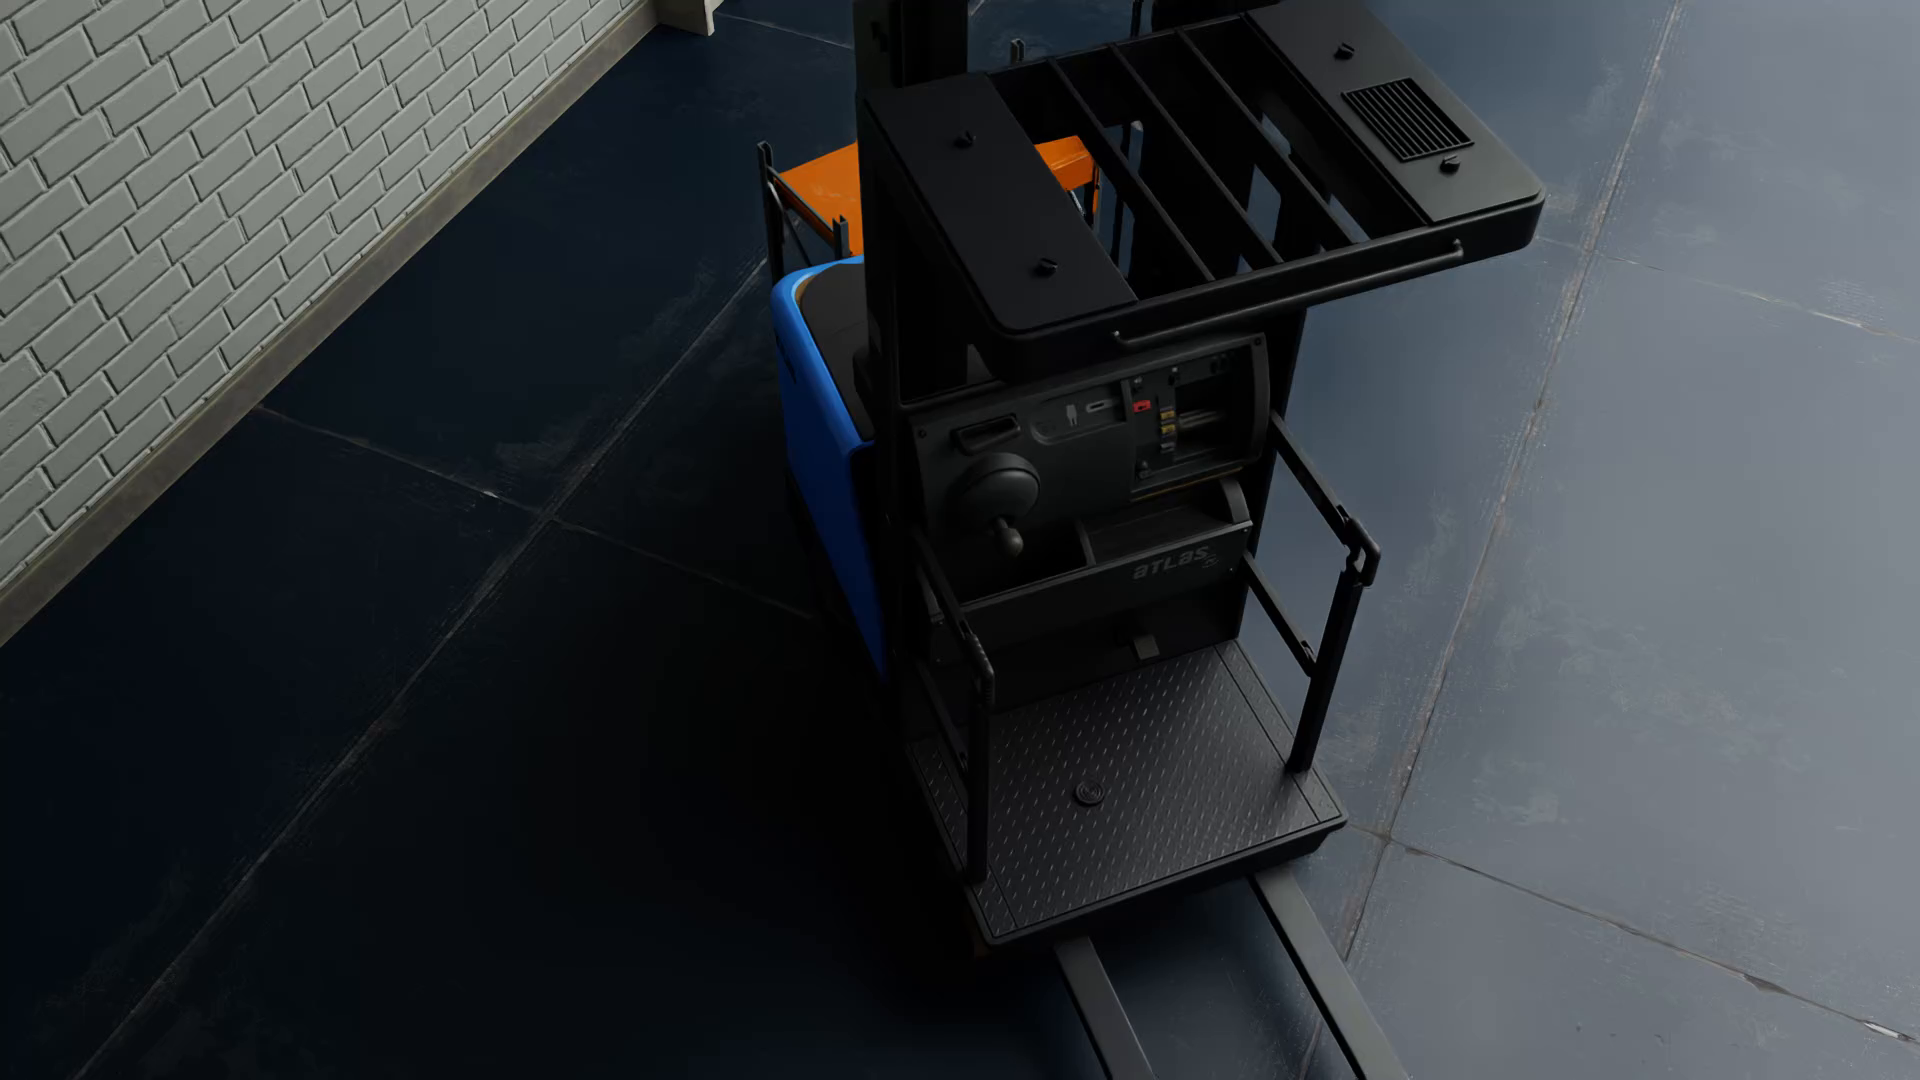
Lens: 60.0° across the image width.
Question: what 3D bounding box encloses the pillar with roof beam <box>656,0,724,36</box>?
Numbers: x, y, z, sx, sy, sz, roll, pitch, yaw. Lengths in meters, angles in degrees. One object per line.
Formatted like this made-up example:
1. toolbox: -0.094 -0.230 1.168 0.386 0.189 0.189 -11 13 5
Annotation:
1. pillar with roof beam: 2.667 -4.049 3.286 9.100 9.000 0.400 20 52 16

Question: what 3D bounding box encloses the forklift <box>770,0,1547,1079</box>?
1. forklift: 0.411 -0.134 3.940 1.130 2.935 3.031 -16 52 -13

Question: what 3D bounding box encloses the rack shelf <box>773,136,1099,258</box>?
1. rack shelf: -0.084 -1.176 5.627 1.000 0.278 0.538 -28 55 -22

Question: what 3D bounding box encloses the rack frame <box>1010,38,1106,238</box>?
1. rack frame: 0.331 -1.209 6.040 0.032 1.125 0.500 -28 55 -22

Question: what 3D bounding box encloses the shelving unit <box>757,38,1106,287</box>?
1. shelving unit: -0.084 -0.986 5.850 1.048 1.125 0.538 -28 55 -22

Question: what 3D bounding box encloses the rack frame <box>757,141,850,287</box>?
1. rack frame: -0.500 -0.763 5.661 0.032 1.125 0.500 -28 55 -22
